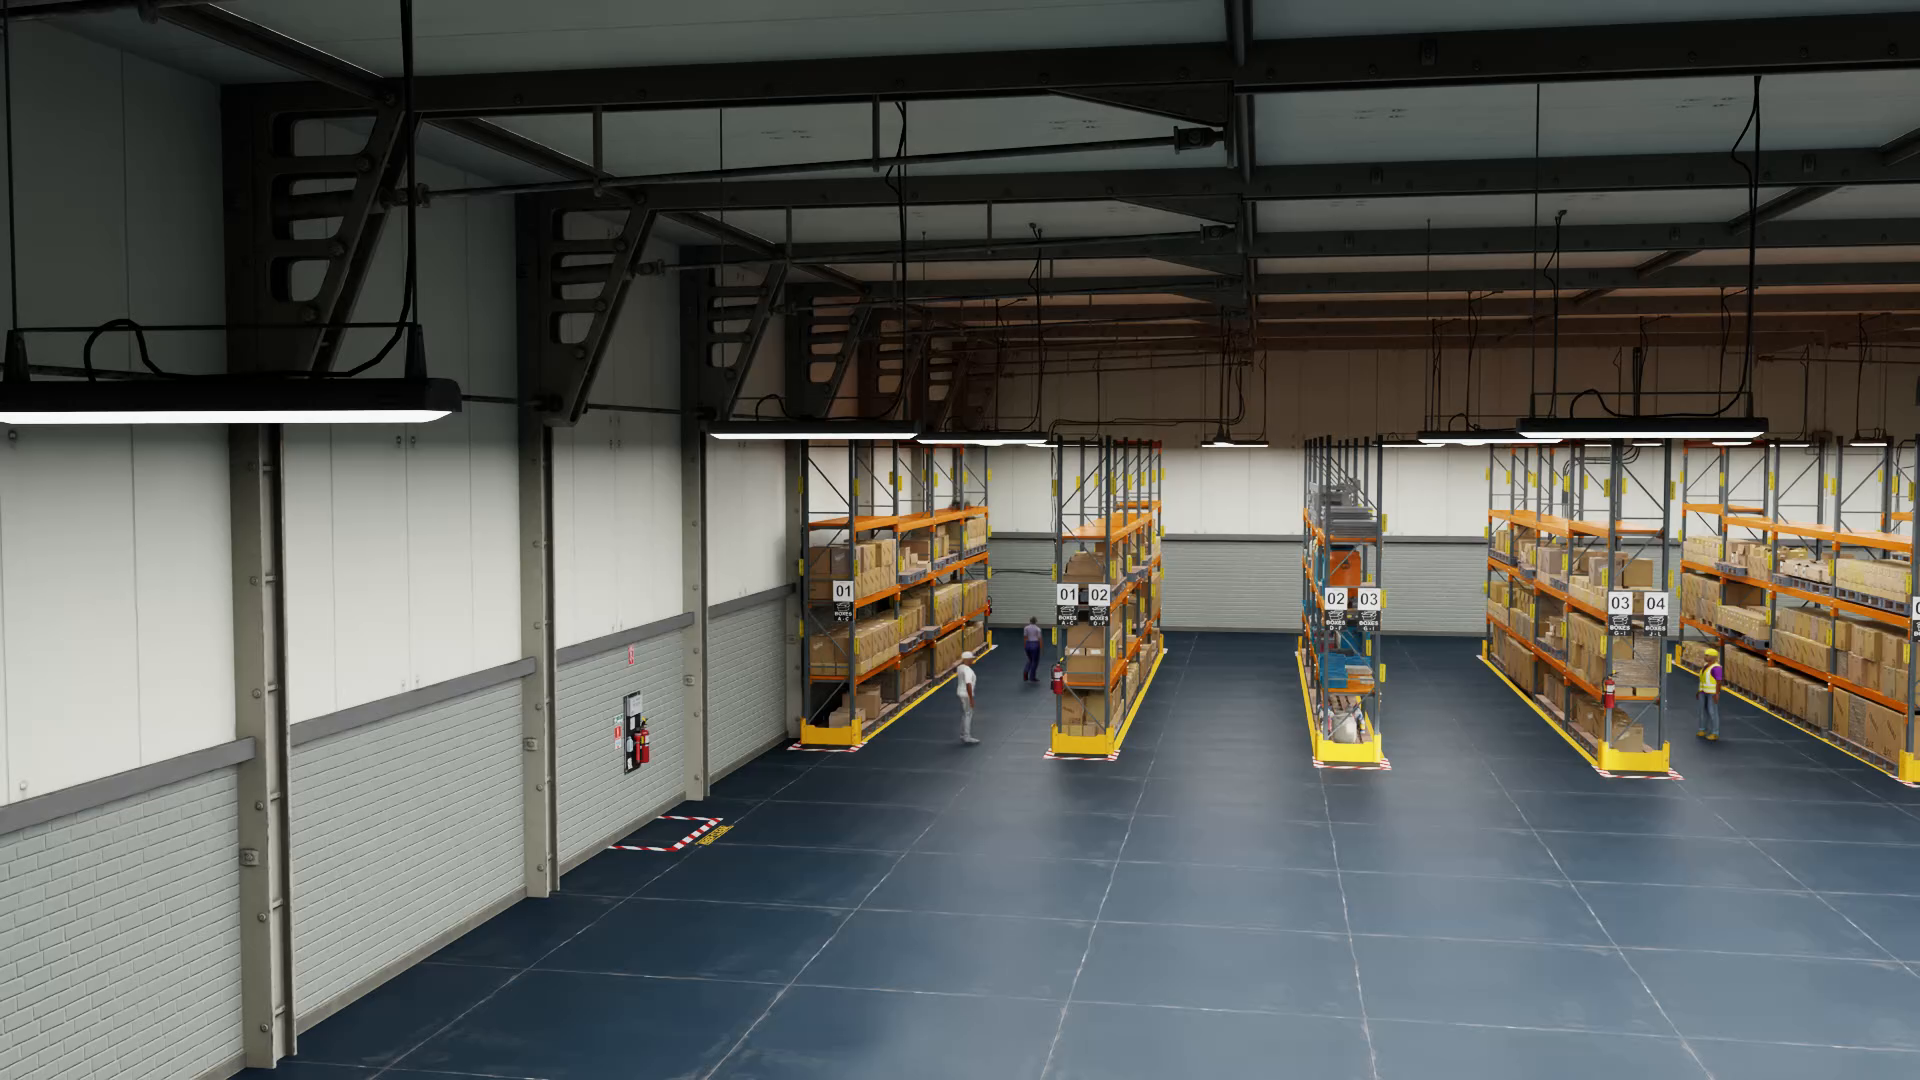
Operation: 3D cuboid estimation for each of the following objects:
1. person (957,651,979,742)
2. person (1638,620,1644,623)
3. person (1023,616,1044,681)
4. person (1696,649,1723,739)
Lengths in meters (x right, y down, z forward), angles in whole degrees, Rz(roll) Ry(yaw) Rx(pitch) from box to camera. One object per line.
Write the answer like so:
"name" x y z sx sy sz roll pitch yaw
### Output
"person" 0.146 3.112 32.686 0.376 1.849 0.651 -1 3 -14
"person" 15.996 2.738 39.144 0.519 1.779 0.552 -1 3 -25
"person" 1.824 2.685 40.997 0.455 1.627 0.488 -3 4 -42
"person" 14.887 3.043 33.047 0.399 1.772 0.621 -1 3 -18
